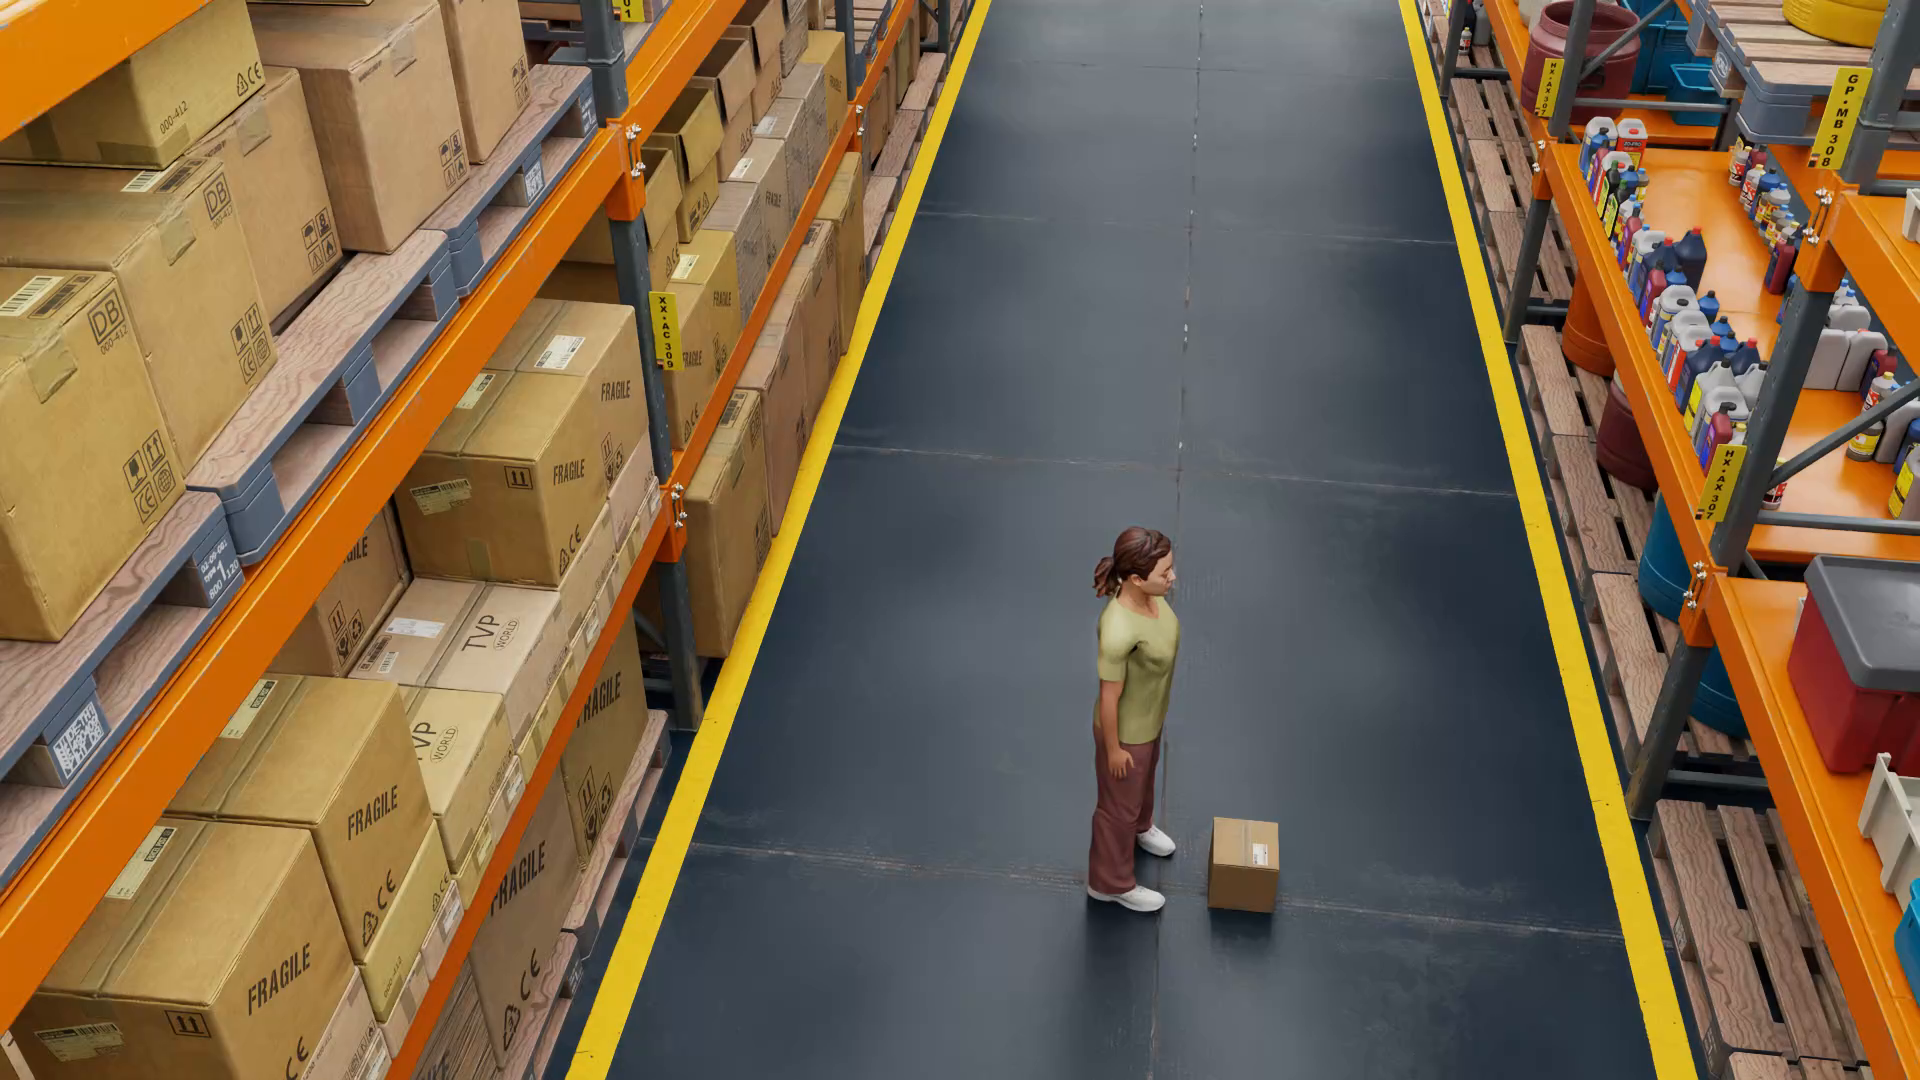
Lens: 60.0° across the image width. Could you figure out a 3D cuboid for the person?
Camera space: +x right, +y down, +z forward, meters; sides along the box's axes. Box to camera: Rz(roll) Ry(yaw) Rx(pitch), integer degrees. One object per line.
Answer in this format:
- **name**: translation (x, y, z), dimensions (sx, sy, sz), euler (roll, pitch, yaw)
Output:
- **person**: translation (0.653, 0.644, 6.157), dimensions (0.396, 1.679, 0.521), euler (11, 38, 14)
